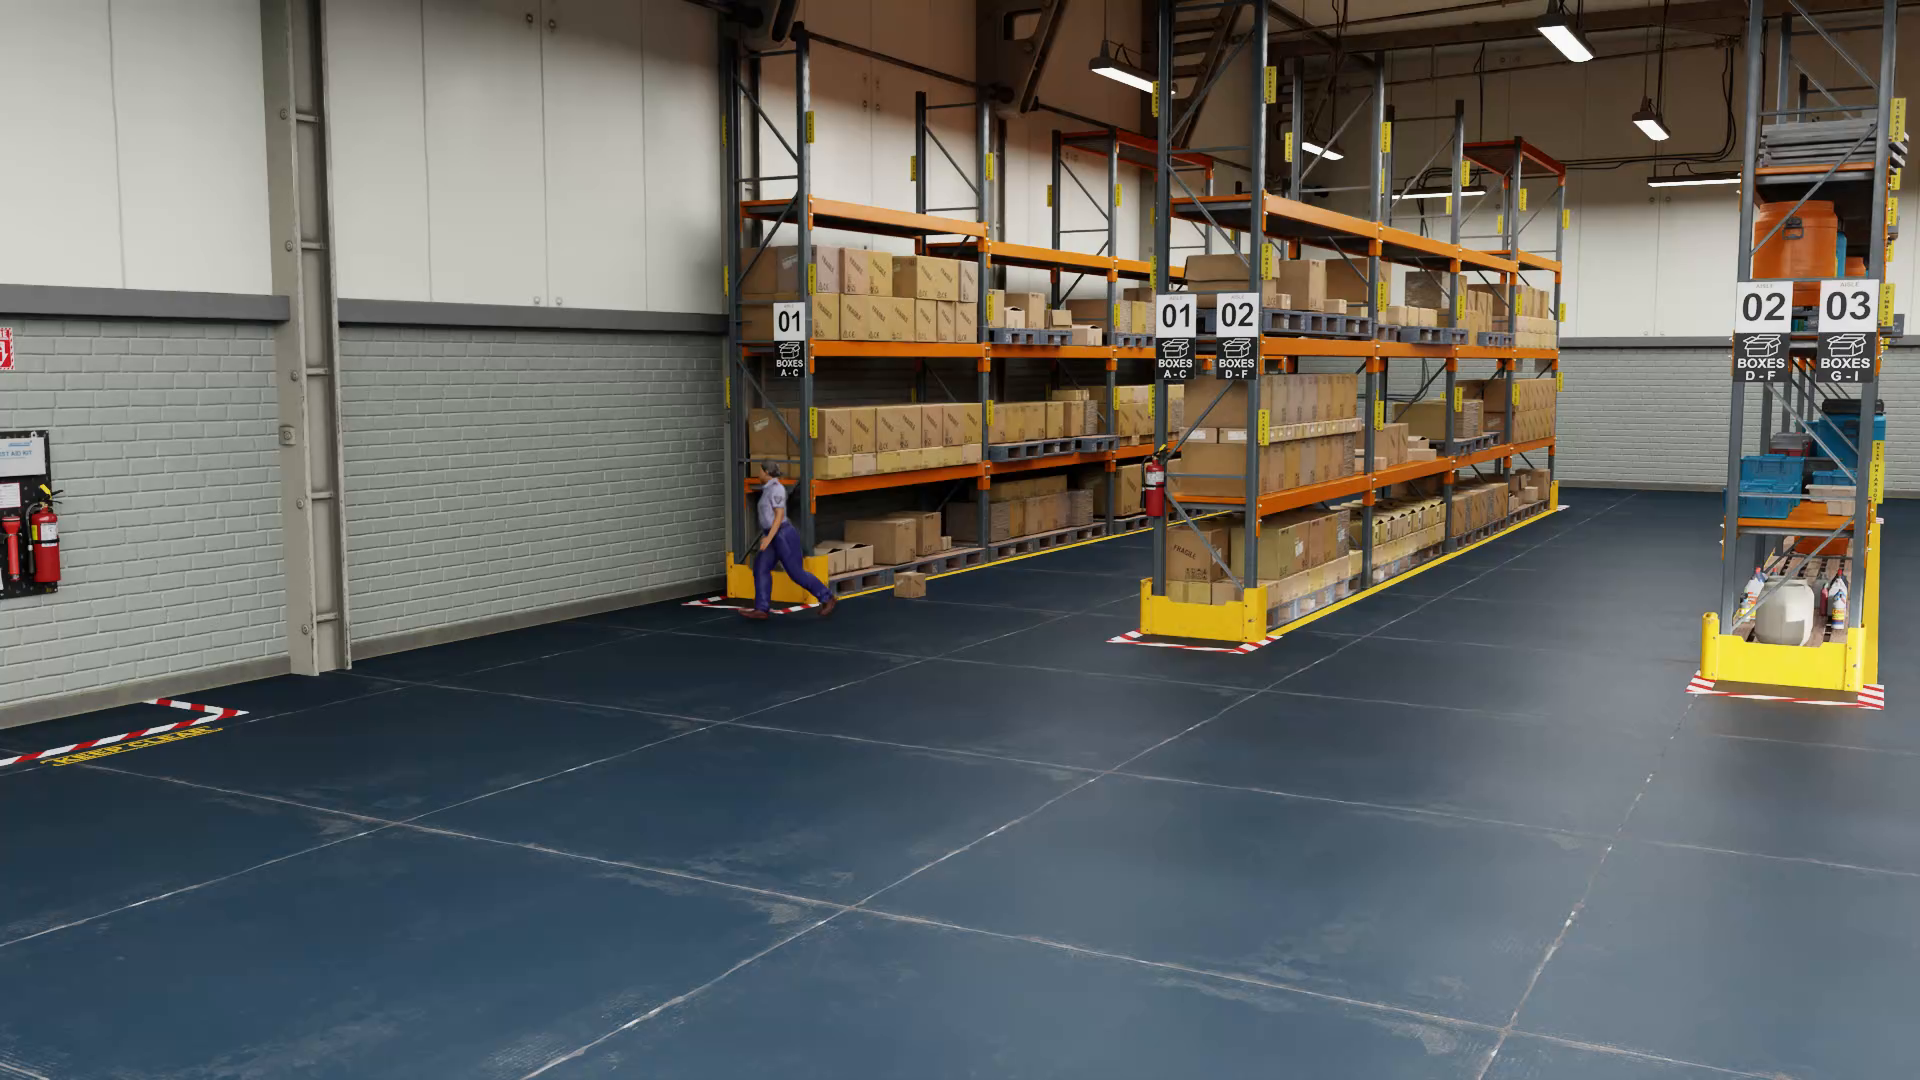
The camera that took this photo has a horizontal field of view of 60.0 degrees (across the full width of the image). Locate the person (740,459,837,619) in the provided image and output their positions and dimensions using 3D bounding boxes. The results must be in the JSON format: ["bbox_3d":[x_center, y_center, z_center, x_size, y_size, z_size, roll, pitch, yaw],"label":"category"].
[{"bbox_3d":[-1.731,-0.001,16.595,0.951,1.588,0.567,-2,6,-19],"label":"person"}]
